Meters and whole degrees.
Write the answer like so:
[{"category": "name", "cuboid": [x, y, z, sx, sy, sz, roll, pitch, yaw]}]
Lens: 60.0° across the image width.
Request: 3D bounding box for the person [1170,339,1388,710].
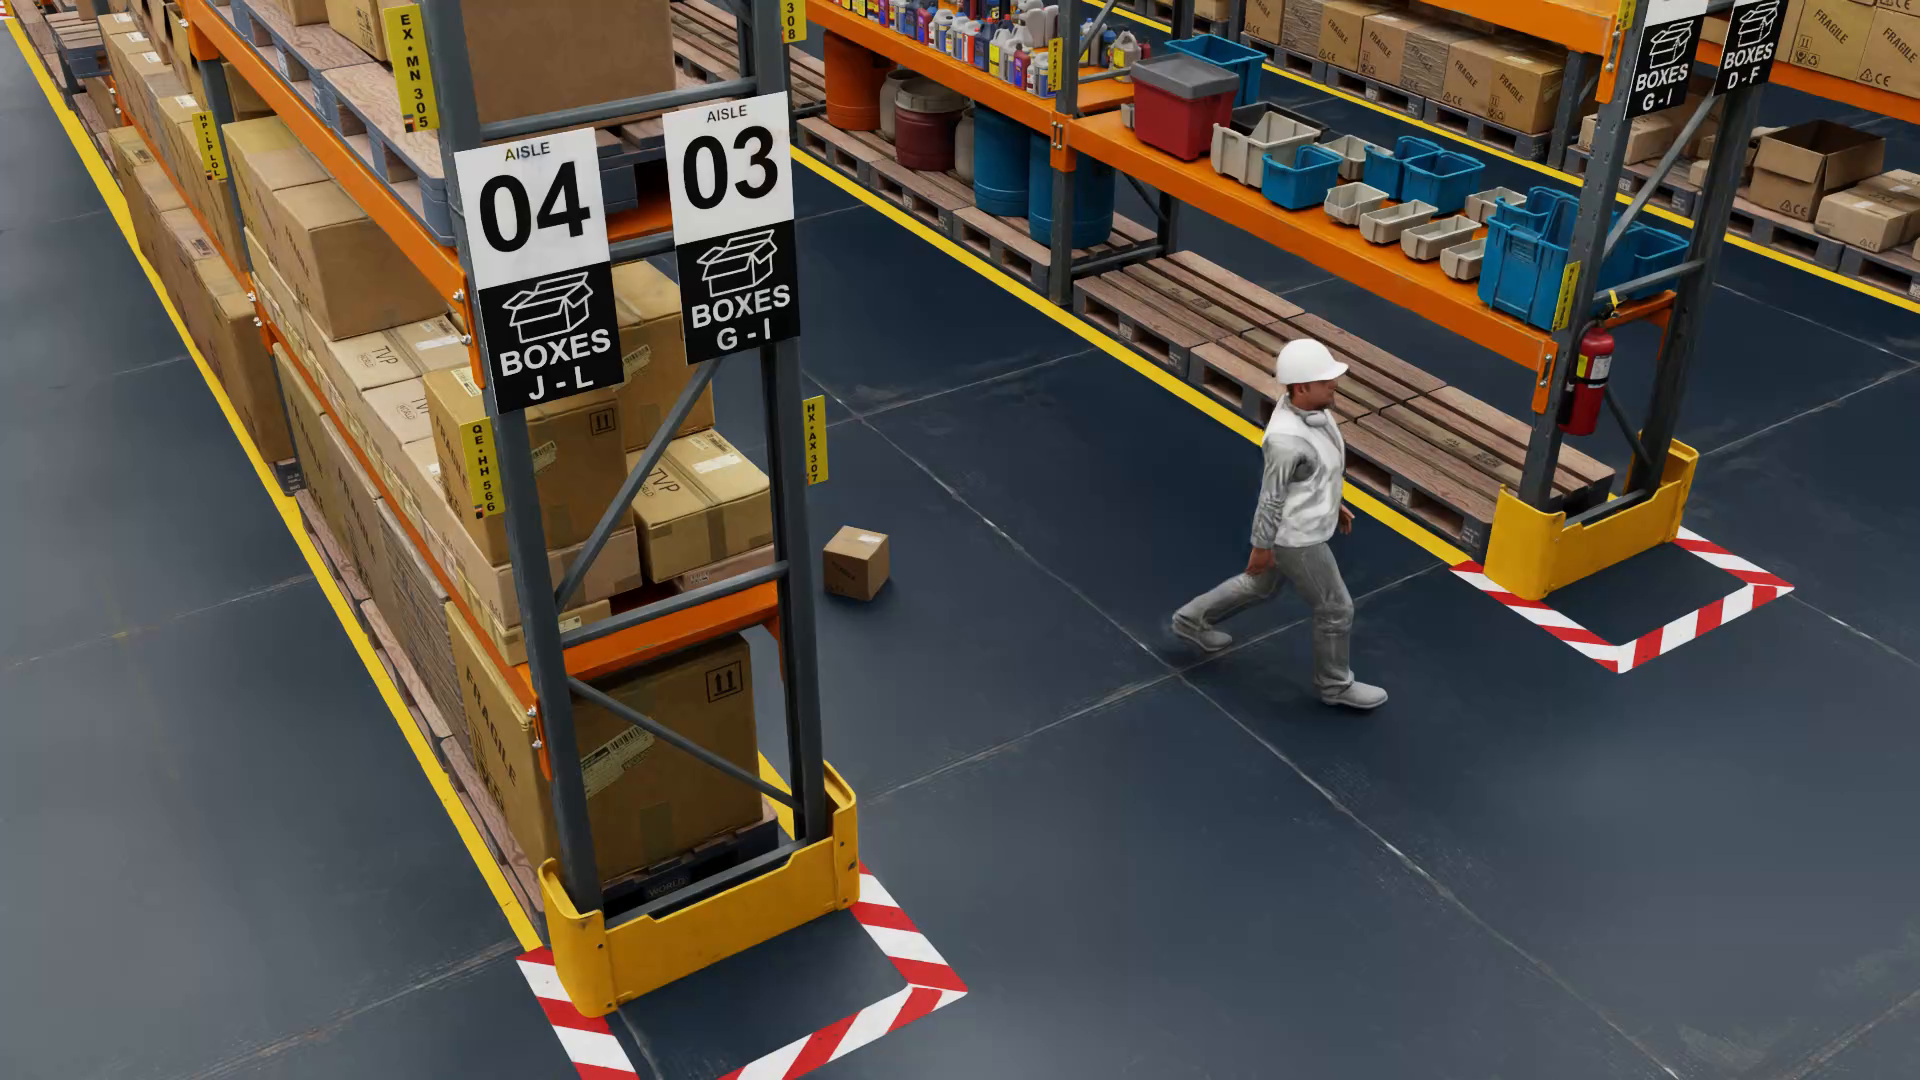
[{"category": "person", "cuboid": [1.459, -0.084, 7.248, 1.020, 1.730, 0.537, 8, 33, 12]}]
